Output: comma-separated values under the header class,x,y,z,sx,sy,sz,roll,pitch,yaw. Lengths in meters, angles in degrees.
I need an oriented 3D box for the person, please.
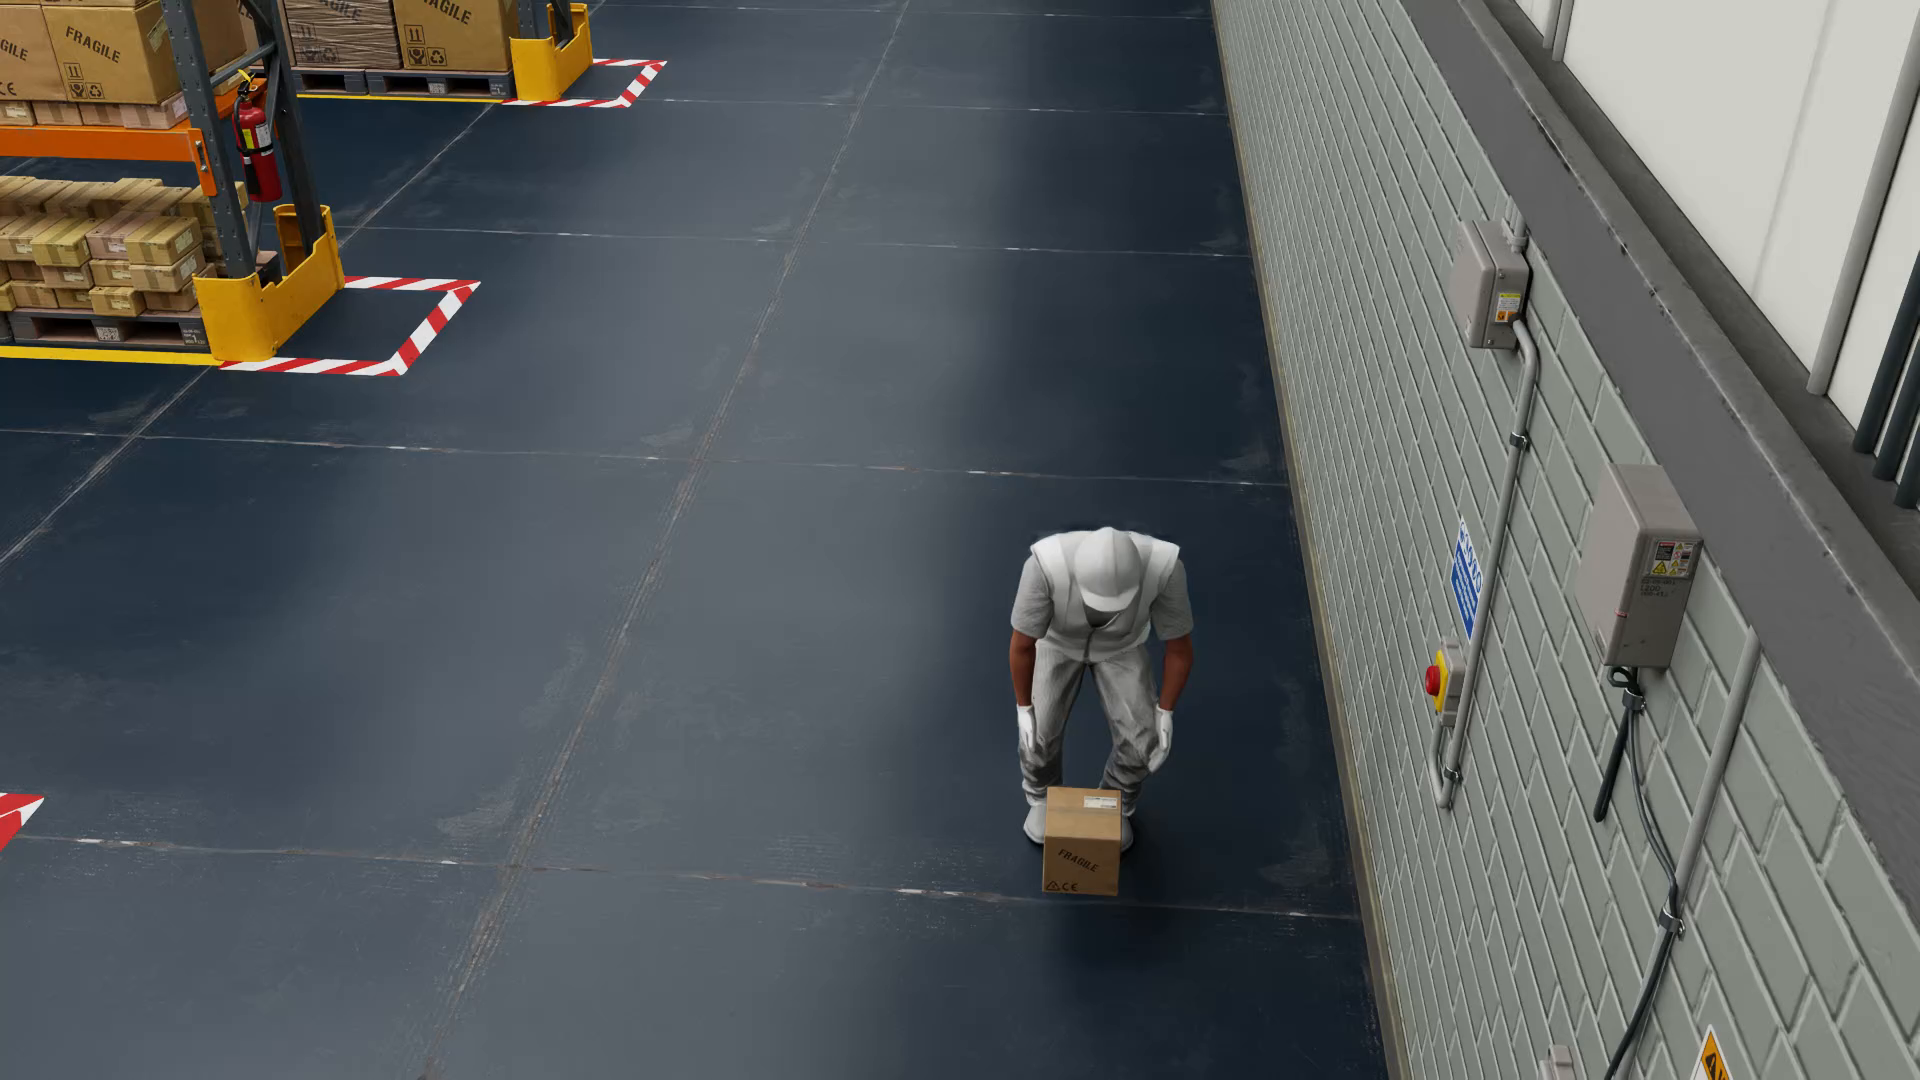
class,x,y,z,sx,sy,sz,roll,pitch,yaw
person,0.476,0.452,5.711,0.605,1.441,0.755,3,32,4
